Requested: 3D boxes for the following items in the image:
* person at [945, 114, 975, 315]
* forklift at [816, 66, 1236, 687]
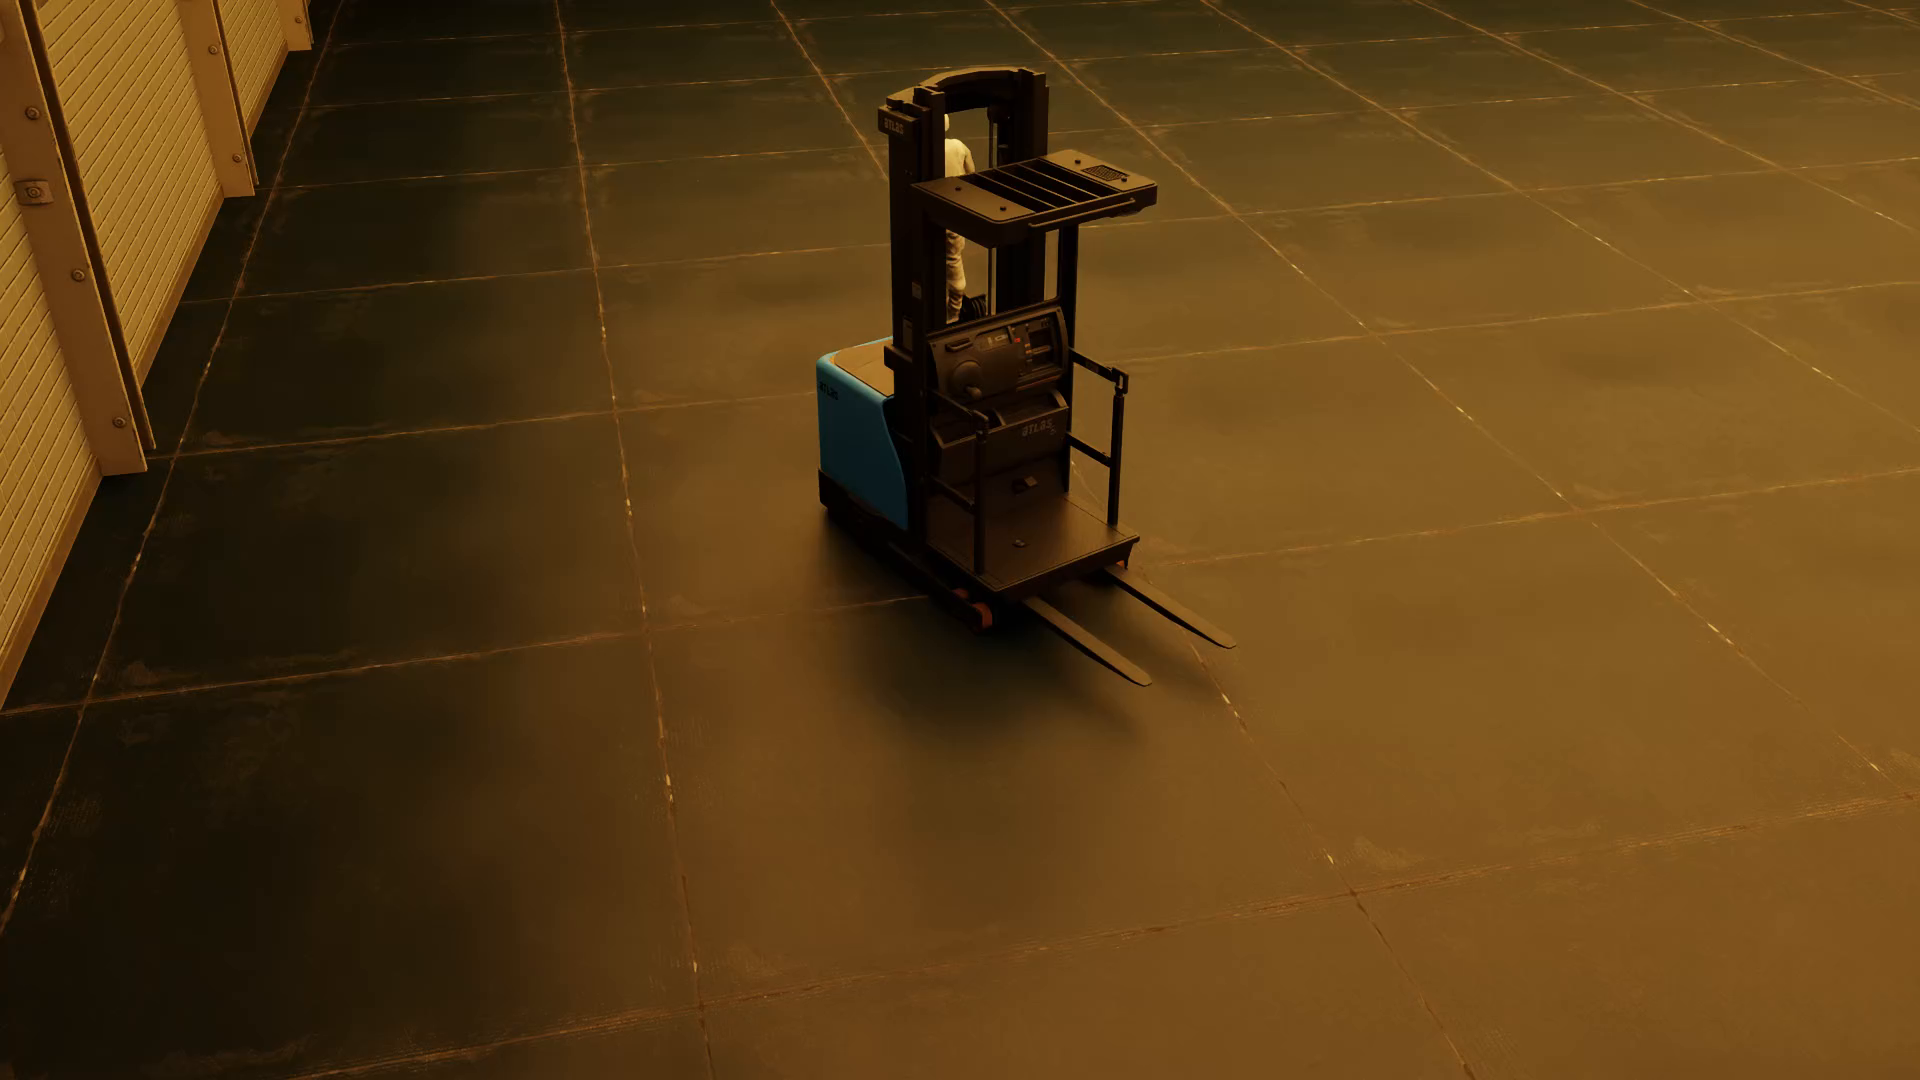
[{"bbox_3d":[-0.203,-2.585,13.164,0.637,1.786,0.565,-13,33,-22],"label":"person"},{"bbox_3d":[0.355,-1.021,9.338,1.130,2.935,3.031,-20,35,-30],"label":"forklift"}]
